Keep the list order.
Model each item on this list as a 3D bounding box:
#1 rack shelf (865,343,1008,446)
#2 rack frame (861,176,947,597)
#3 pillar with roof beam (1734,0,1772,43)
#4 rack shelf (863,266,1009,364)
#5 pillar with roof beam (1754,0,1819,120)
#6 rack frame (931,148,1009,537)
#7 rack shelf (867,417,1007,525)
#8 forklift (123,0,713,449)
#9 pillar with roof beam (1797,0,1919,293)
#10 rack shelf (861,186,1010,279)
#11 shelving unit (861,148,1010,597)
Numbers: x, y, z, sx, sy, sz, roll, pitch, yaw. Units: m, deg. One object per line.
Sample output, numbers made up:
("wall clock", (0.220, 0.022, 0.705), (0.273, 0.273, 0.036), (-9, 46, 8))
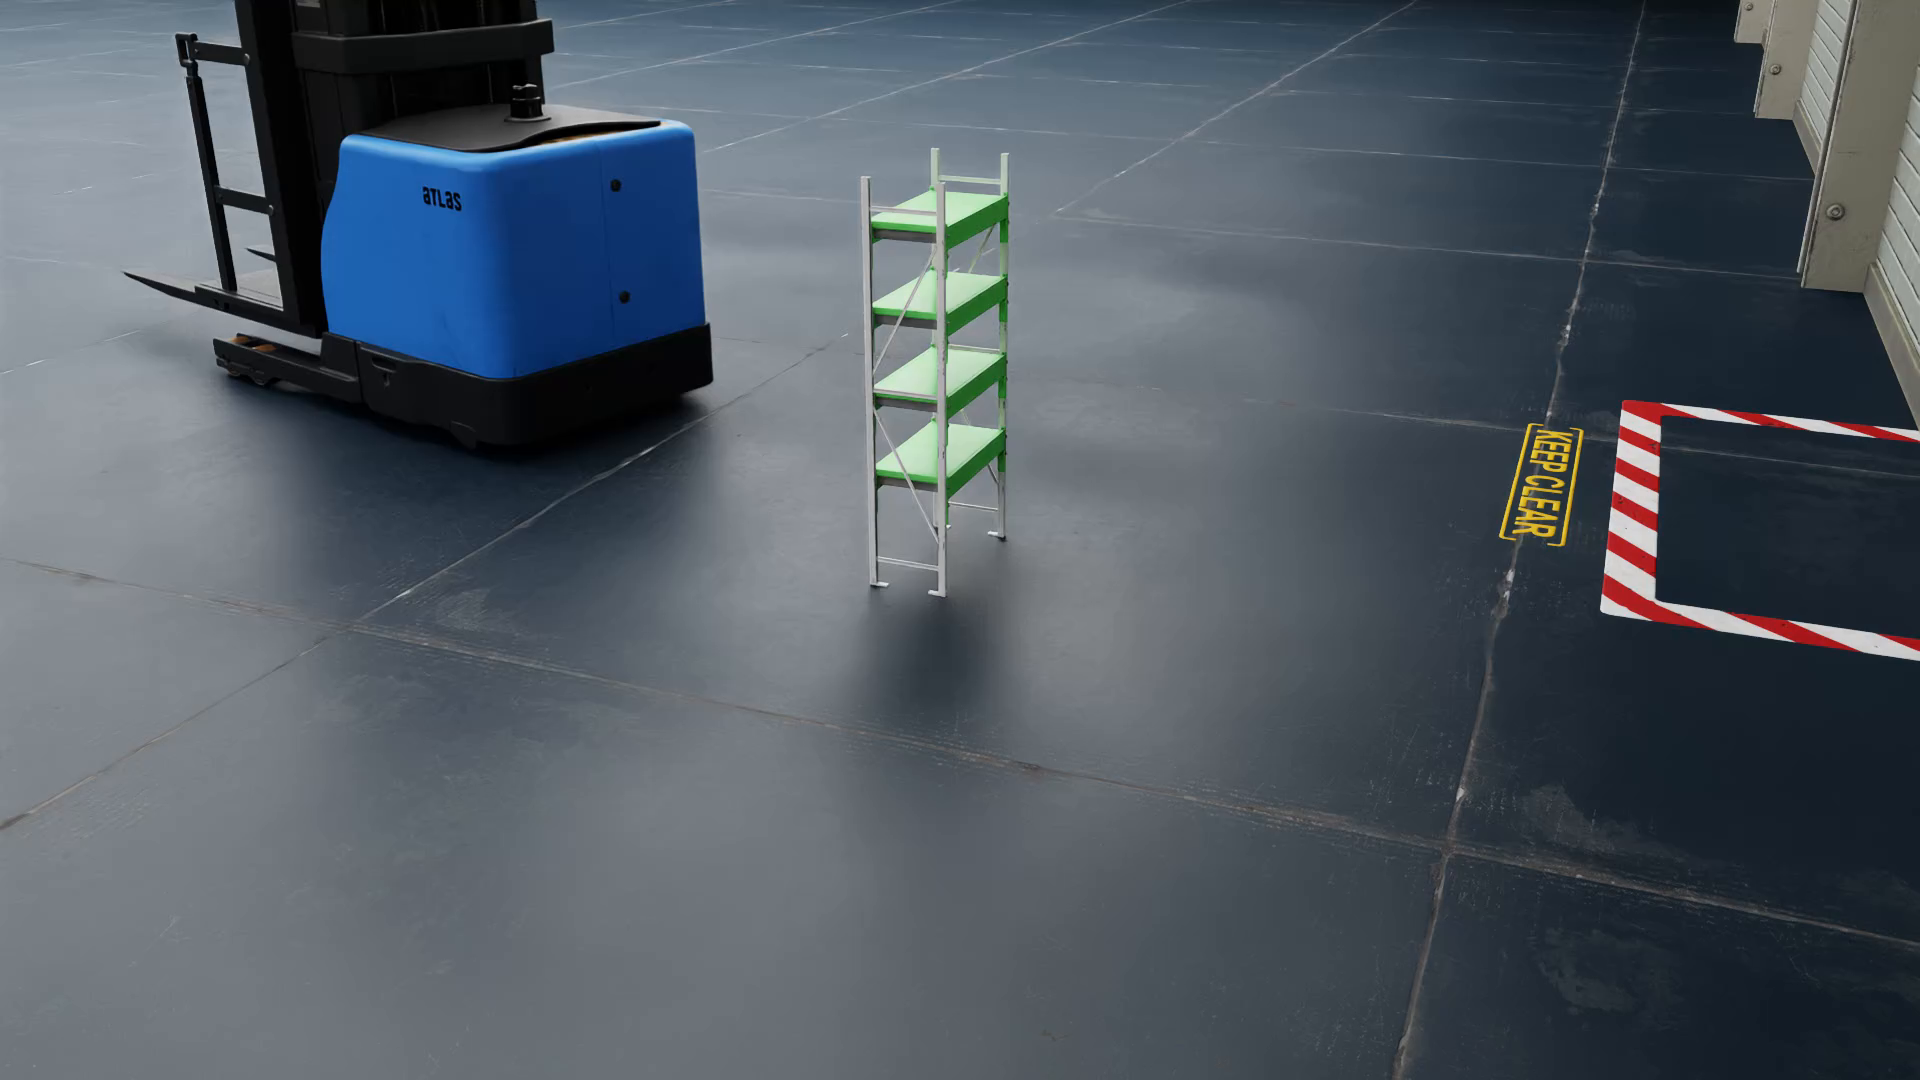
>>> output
("rack shelf", (-0.061, -0.435, 4.902), (0.258, 0.148, 0.480), (9, 24, 20))
("rack frame", (-0.152, -0.407, 4.668), (0.240, 1.200, 0.015), (9, 24, 20))
("pillar with roof beam", (4.853, -10.364, 18.387), (9.100, 9.000, 0.400), (9, 24, 20))
("rack shelf", (-0.061, -0.657, 4.809), (0.258, 0.148, 0.480), (9, 24, 20))
("pillar with roof beam", (2.624, -8.217, 13.246), (9.100, 9.000, 0.400), (9, 24, 20))
("rack frame", (0.029, -0.582, 5.086), (0.240, 1.200, 0.015), (9, 24, 20))
("rack shelf", (-0.061, -0.214, 4.994), (0.258, 0.148, 0.480), (9, 24, 20))
("forklift", (-2.445, -2.121, 6.525), (3.031, 2.935, 1.130), (17, 28, 35))
("pillar with roof beam", (0.395, -6.070, 8.106), (9.100, 9.000, 0.400), (9, 24, 20))
("rack shelf", (-0.061, -0.878, 4.717), (0.258, 0.148, 0.480), (9, 24, 20))
("shelving unit", (-0.061, -0.494, 4.877), (0.258, 1.200, 0.503), (9, 24, 20))
